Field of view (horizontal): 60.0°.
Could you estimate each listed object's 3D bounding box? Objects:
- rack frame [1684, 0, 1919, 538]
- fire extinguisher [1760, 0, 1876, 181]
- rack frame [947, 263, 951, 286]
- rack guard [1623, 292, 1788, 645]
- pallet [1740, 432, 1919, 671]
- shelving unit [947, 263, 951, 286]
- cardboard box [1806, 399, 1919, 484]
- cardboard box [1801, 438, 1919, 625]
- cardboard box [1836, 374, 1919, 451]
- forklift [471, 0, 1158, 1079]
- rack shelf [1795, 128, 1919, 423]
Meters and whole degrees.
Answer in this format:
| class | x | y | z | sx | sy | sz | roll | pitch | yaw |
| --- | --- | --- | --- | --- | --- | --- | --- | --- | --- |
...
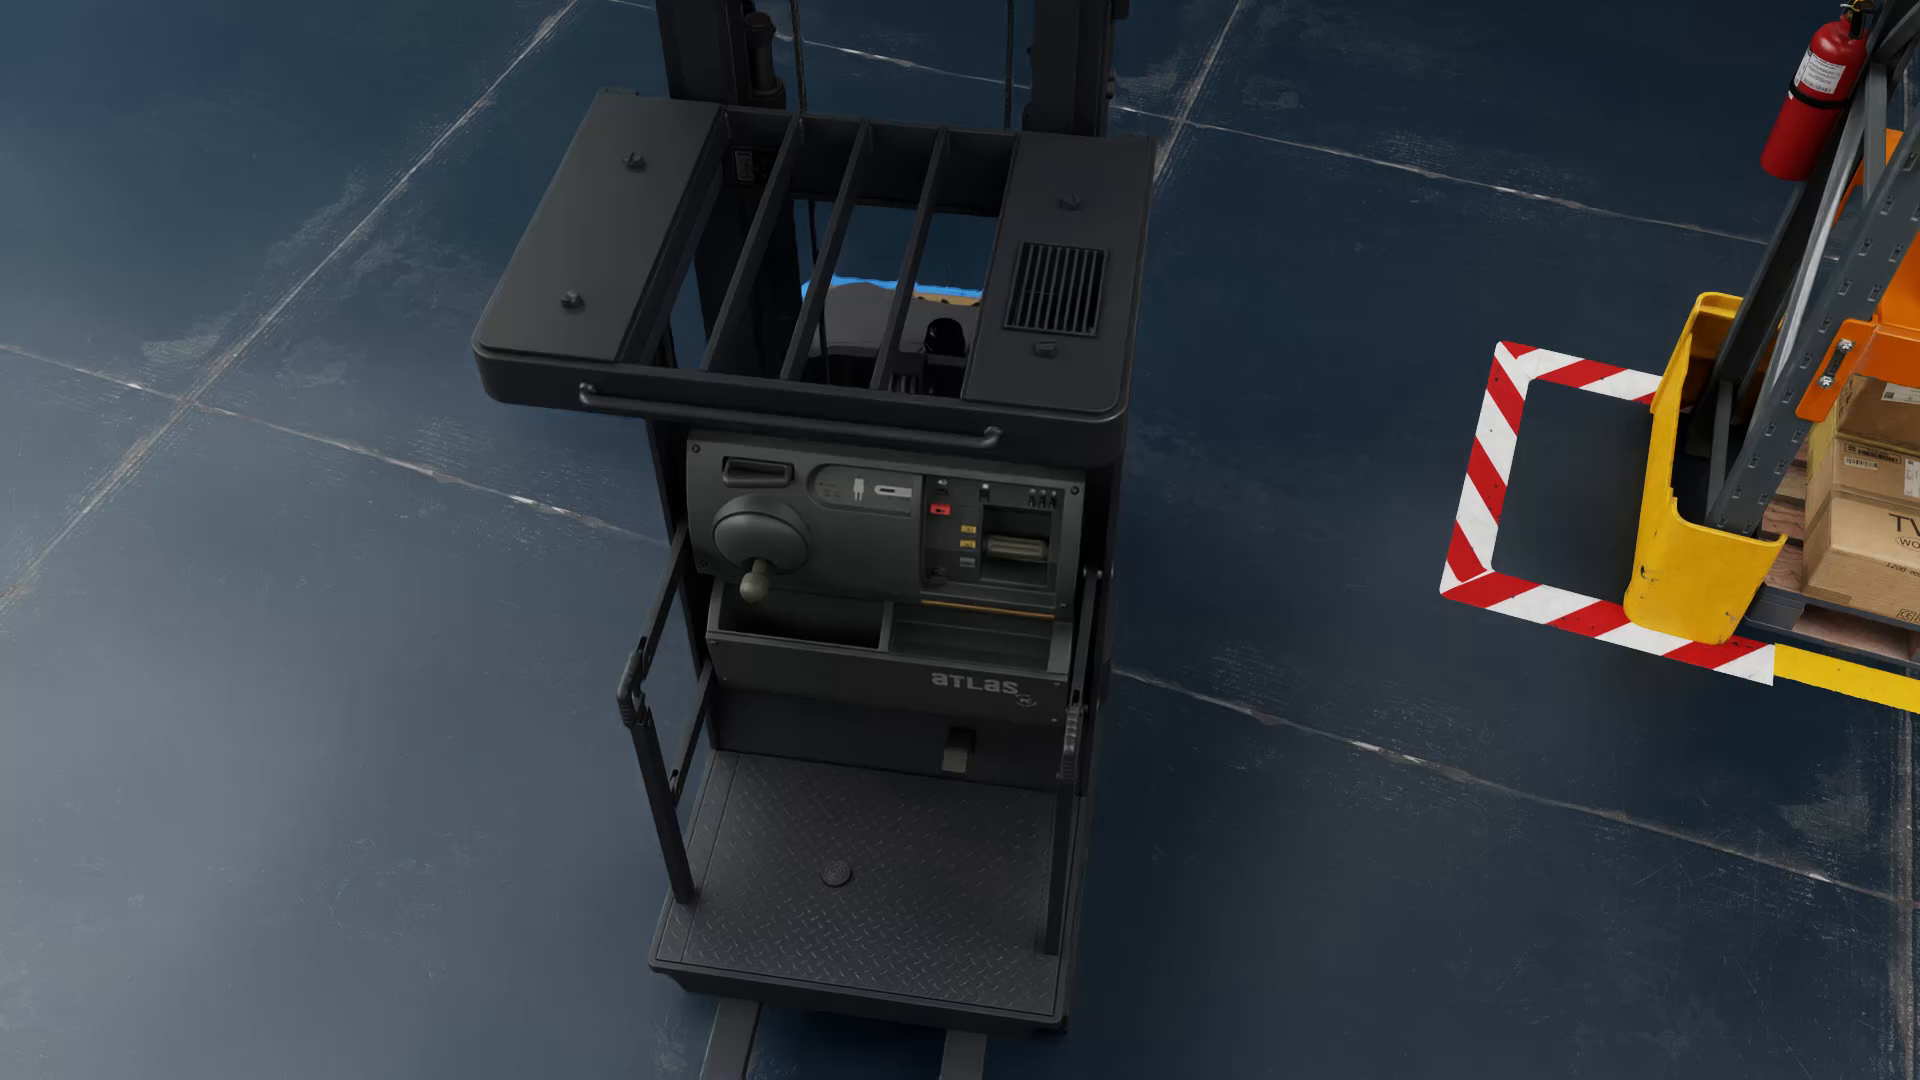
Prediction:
| class | x | y | z | sx | sy | sz | roll | pitch | yaw |
| --- | --- | --- | --- | --- | --- | --- | --- | --- | --- |
| rack frame | 2.581 | -1.075 | 4.697 | 0.127 | 3.000 | 1.000 | 16 | 51 | 13 |
| fire extinguisher | 2.631 | -1.410 | 5.039 | 0.183 | 0.674 | 0.296 | 16 | 51 | 13 |
| rack frame | -0.051 | -0.504 | 5.591 | 0.006 | 0.900 | 0.240 | 6 | 49 | 6 |
| rack guard | 2.558 | -0.263 | 5.647 | 0.348 | 0.500 | 1.175 | 16 | 51 | 13 |
| pallet | 3.313 | 0.008 | 5.603 | 1.213 | 0.211 | 1.003 | 16 | 51 | 13 |
| shelving unit | 0.050 | -0.493 | 5.581 | 0.210 | 0.900 | 0.258 | 6 | 49 | 6 |
| cardboard box | 3.186 | -0.381 | 5.637 | 0.500 | 0.250 | 0.500 | 16 | 51 | 13 |
| cardboard box | 3.007 | -0.014 | 5.319 | 0.500 | 0.250 | 0.500 | 16 | 51 | 13 |
| cardboard box | 3.187 | -0.629 | 5.355 | 0.500 | 0.500 | 0.500 | 16 | 51 | 13 |
| forklift | -0.209 | 0.084 | 3.738 | 1.130 | 2.935 | 3.031 | 7 | 49 | 6 |
| rack shelf | 4.457 | -0.316 | 4.515 | 4.000 | 0.370 | 1.077 | 16 | 51 | 13 |
